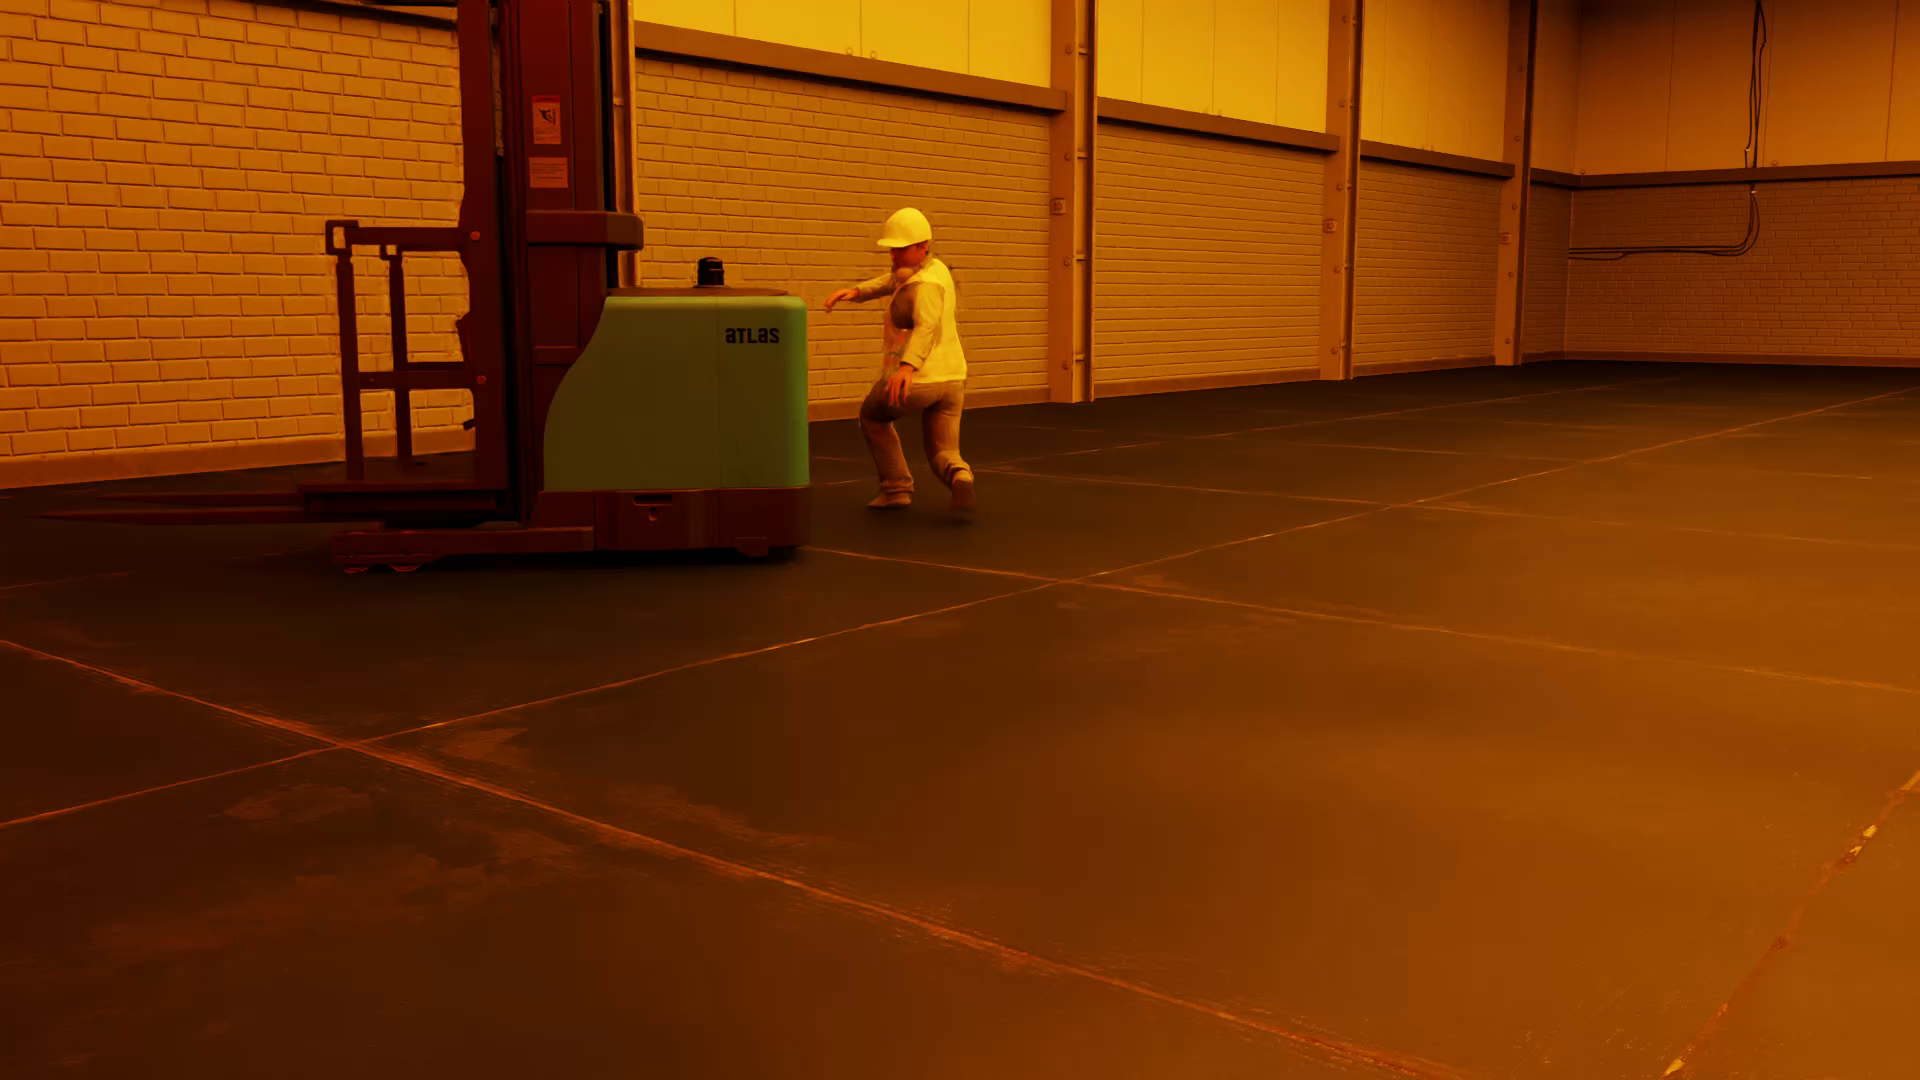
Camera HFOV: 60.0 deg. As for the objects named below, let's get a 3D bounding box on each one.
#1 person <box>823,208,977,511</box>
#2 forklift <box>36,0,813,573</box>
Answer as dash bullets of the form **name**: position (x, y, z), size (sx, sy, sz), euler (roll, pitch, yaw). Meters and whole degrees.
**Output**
- **person**: position (-0.267, -0.840, 8.138), size (0.731, 1.542, 0.956), euler (-8, 11, -42)
- **forklift**: position (-2.163, -1.401, 6.857), size (3.031, 2.935, 1.130), euler (-1, 8, -8)
